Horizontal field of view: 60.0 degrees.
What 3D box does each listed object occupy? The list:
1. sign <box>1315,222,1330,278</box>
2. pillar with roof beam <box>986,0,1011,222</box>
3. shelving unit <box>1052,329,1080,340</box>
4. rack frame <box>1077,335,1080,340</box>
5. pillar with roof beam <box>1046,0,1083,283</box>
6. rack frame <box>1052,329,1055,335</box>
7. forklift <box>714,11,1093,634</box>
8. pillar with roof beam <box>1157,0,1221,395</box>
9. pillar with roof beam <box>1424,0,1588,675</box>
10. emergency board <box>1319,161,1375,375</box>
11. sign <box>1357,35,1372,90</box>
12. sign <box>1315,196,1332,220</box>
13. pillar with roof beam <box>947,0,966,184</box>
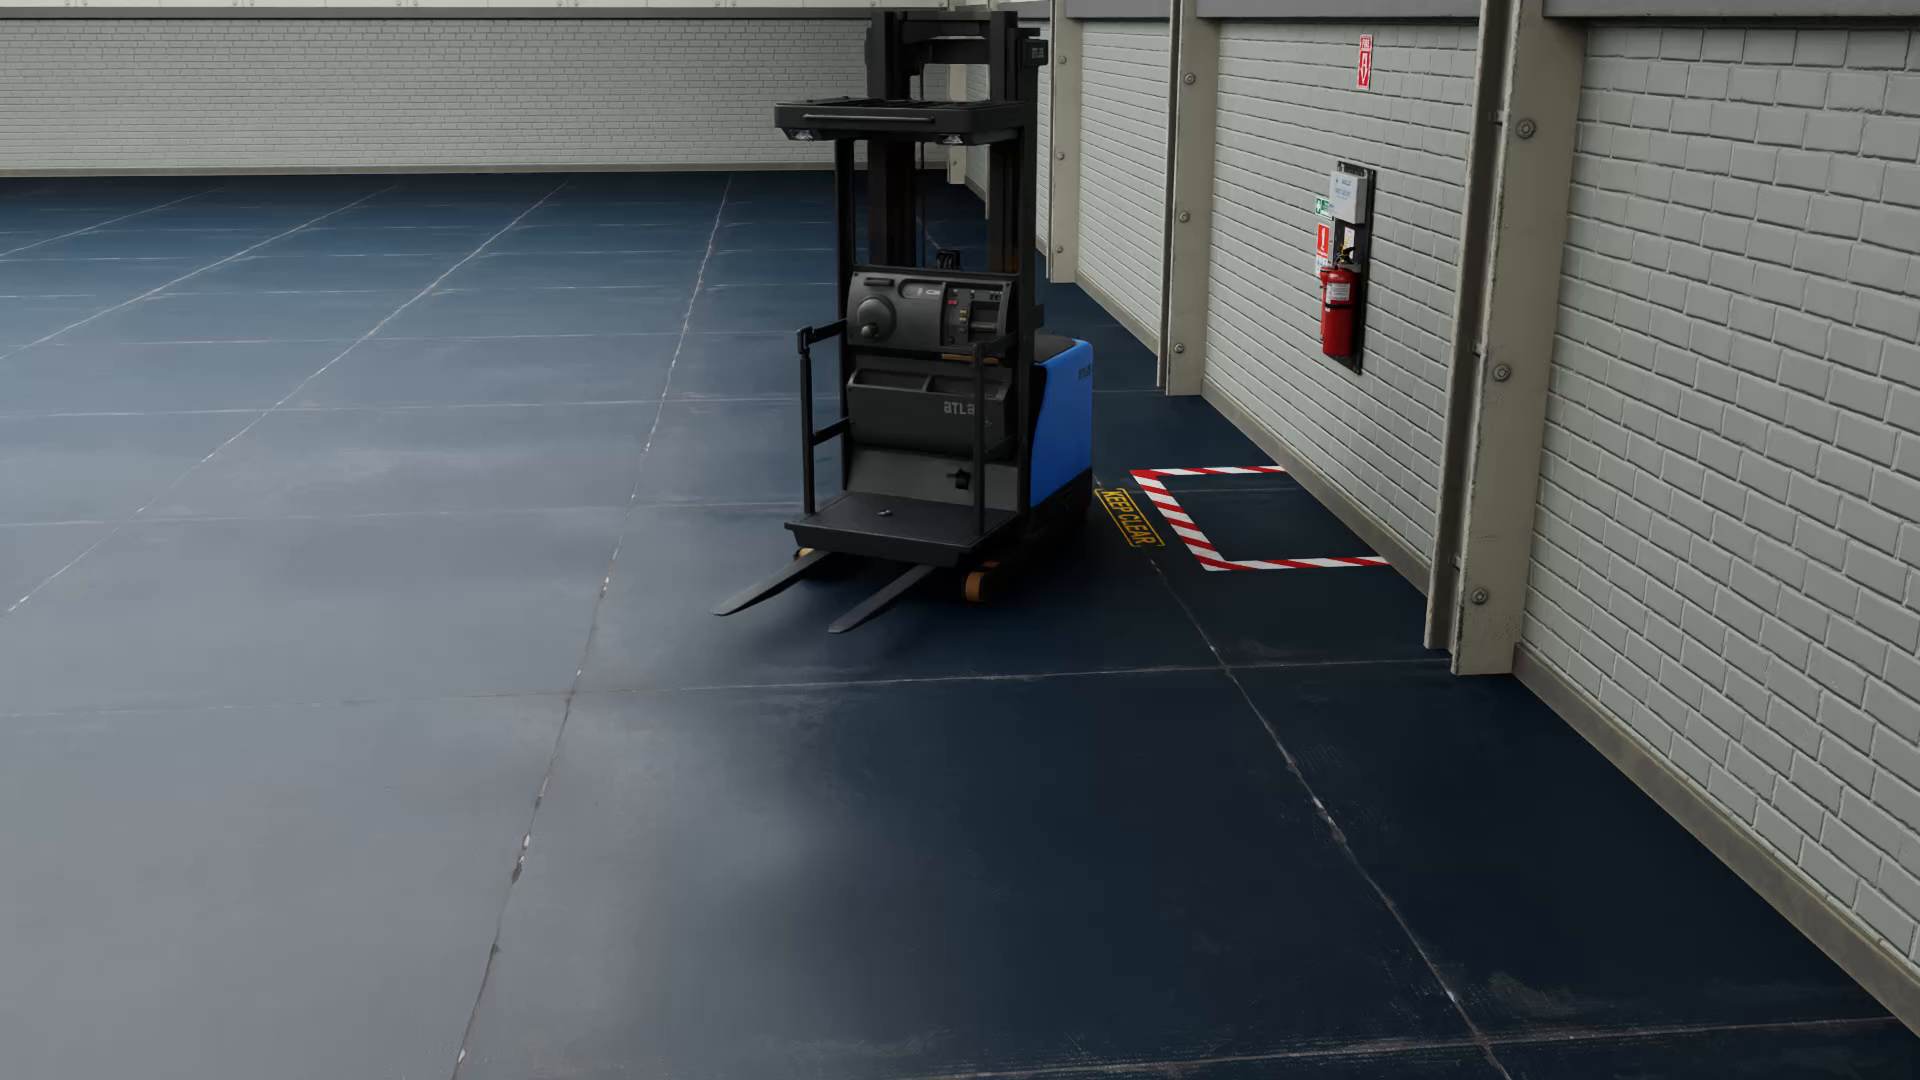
[{"bbox_3d":[2.249,-1.793,10.320,0.001,0.329,0.234,-2,18,-6],"label":"sign"},{"bbox_3d":[-3.718,-8.963,23.202,9.100,9.000,0.400,-2,18,-6],"label":"pillar with roof beam"},{"bbox_3d":[0.574,-0.764,10.355,0.215,1.050,0.252,-11,21,-33],"label":"shelving unit"},{"bbox_3d":[0.644,-0.734,10.259,0.200,1.050,0.008,-11,21,-33],"label":"rack frame"},{"bbox_3d":[-3.099,-7.175,17.508,9.100,9.000,0.400,-2,18,-6],"label":"pillar with roof beam"},{"bbox_3d":[0.504,-0.794,10.450,0.200,1.050,0.008,-11,21,-33],"label":"rack frame"},{"bbox_3d":[-0.251,-1.216,8.657,1.130,2.935,3.031,7,19,22],"label":"forklift"},{"bbox_3d":[-2.481,-5.387,11.814,9.100,9.000,0.400,-2,18,-6],"label":"pillar with roof beam"},{"bbox_3d":[-1.862,-3.600,6.120,9.100,9.000,0.400,-2,18,-6],"label":"pillar with roof beam"},{"bbox_3d":[2.203,-1.608,9.791,0.194,1.169,0.643,-2,18,-6],"label":"emergency board"},{"bbox_3d":[2.302,-2.719,9.461,0.001,0.298,0.199,-2,18,-6],"label":"sign"},{"bbox_3d":[2.241,-2.044,10.236,0.001,0.109,0.331,-2,18,-6],"label":"sign"},{"bbox_3d":[-4.337,-10.750,28.896,9.100,9.000,0.400,-2,18,-6],"label":"pillar with roof beam"}]
